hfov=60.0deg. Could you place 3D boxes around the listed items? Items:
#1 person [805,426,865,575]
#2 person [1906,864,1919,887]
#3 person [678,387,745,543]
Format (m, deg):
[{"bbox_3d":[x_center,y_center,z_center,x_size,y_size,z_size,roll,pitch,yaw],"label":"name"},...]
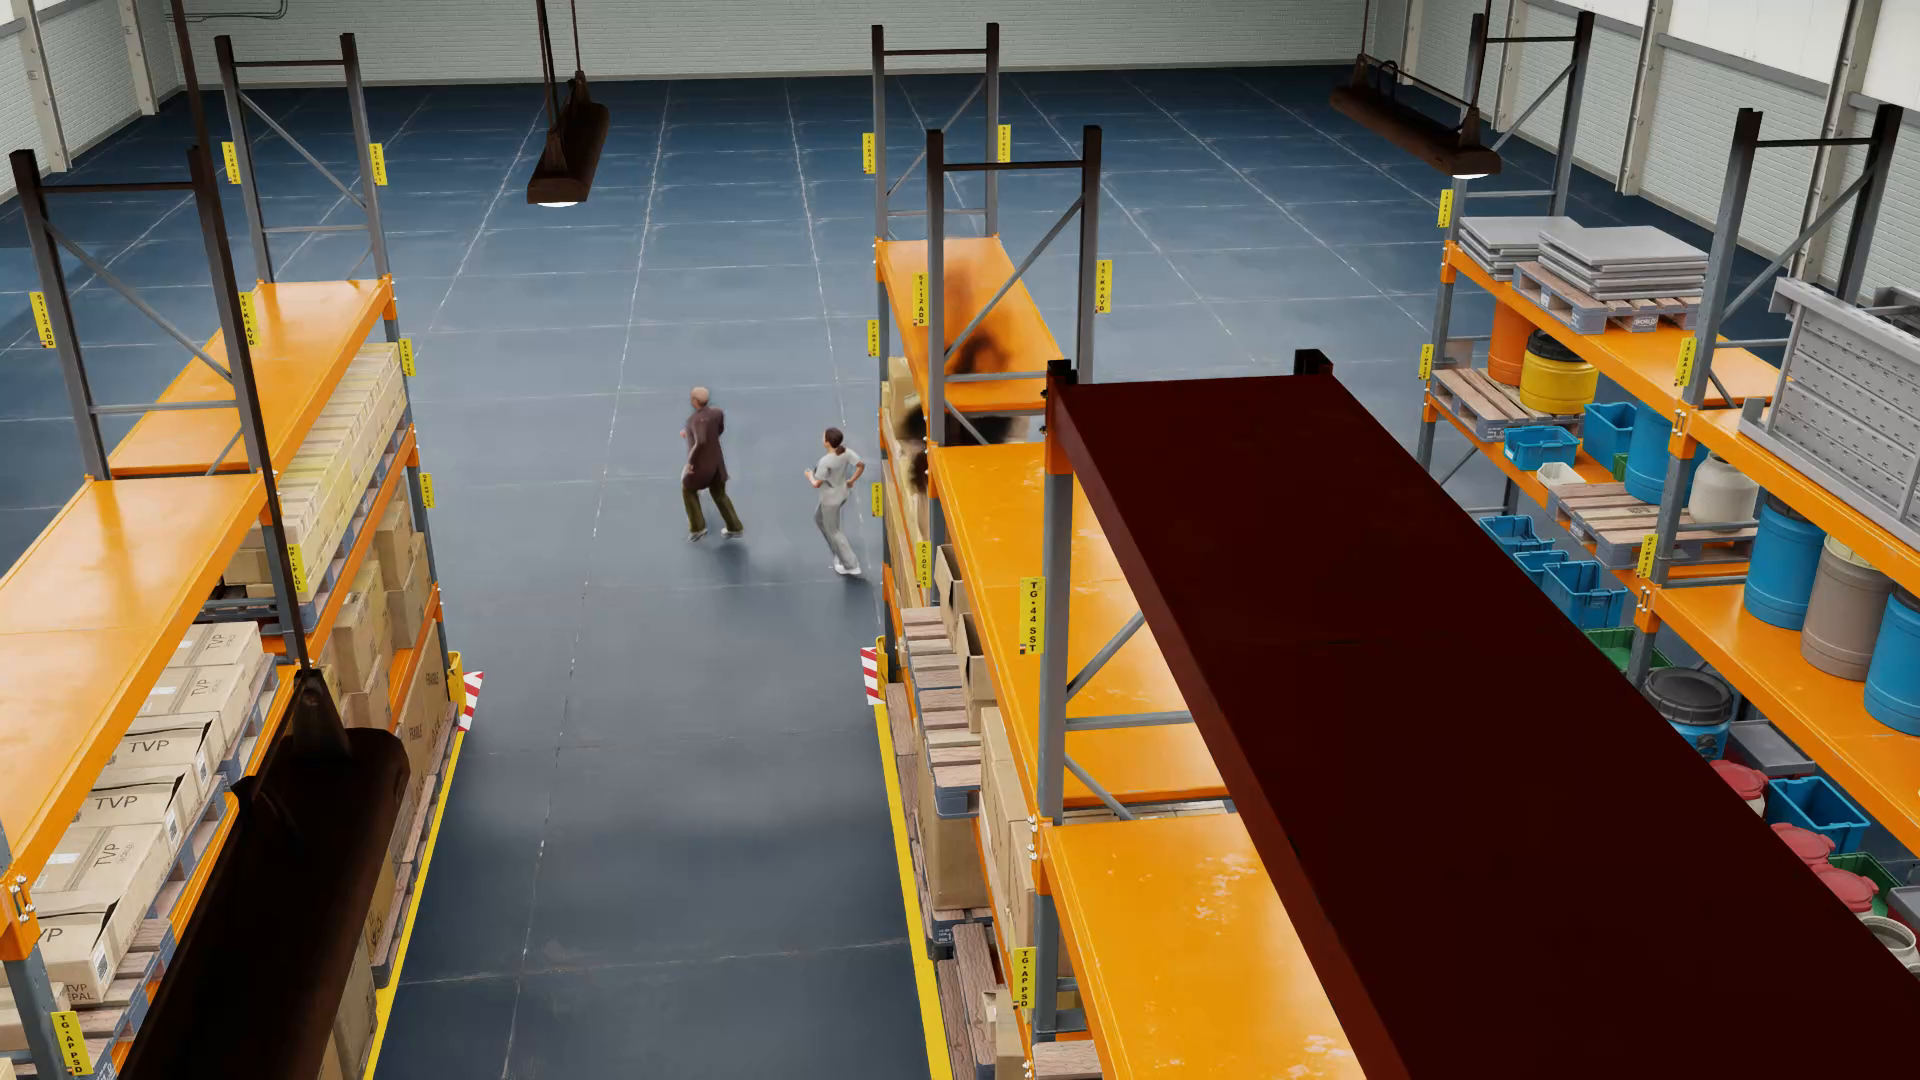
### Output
[{"bbox_3d":[-1.335,-0.426,17.458,0.672,1.660,0.541,13,28,25],"label":"person"},{"bbox_3d":[7.024,2.290,11.662,0.635,1.825,0.749,-2,26,-5],"label":"person"},{"bbox_3d":[-2.761,-0.768,18.100,0.836,1.869,0.735,15,29,29],"label":"person"}]
